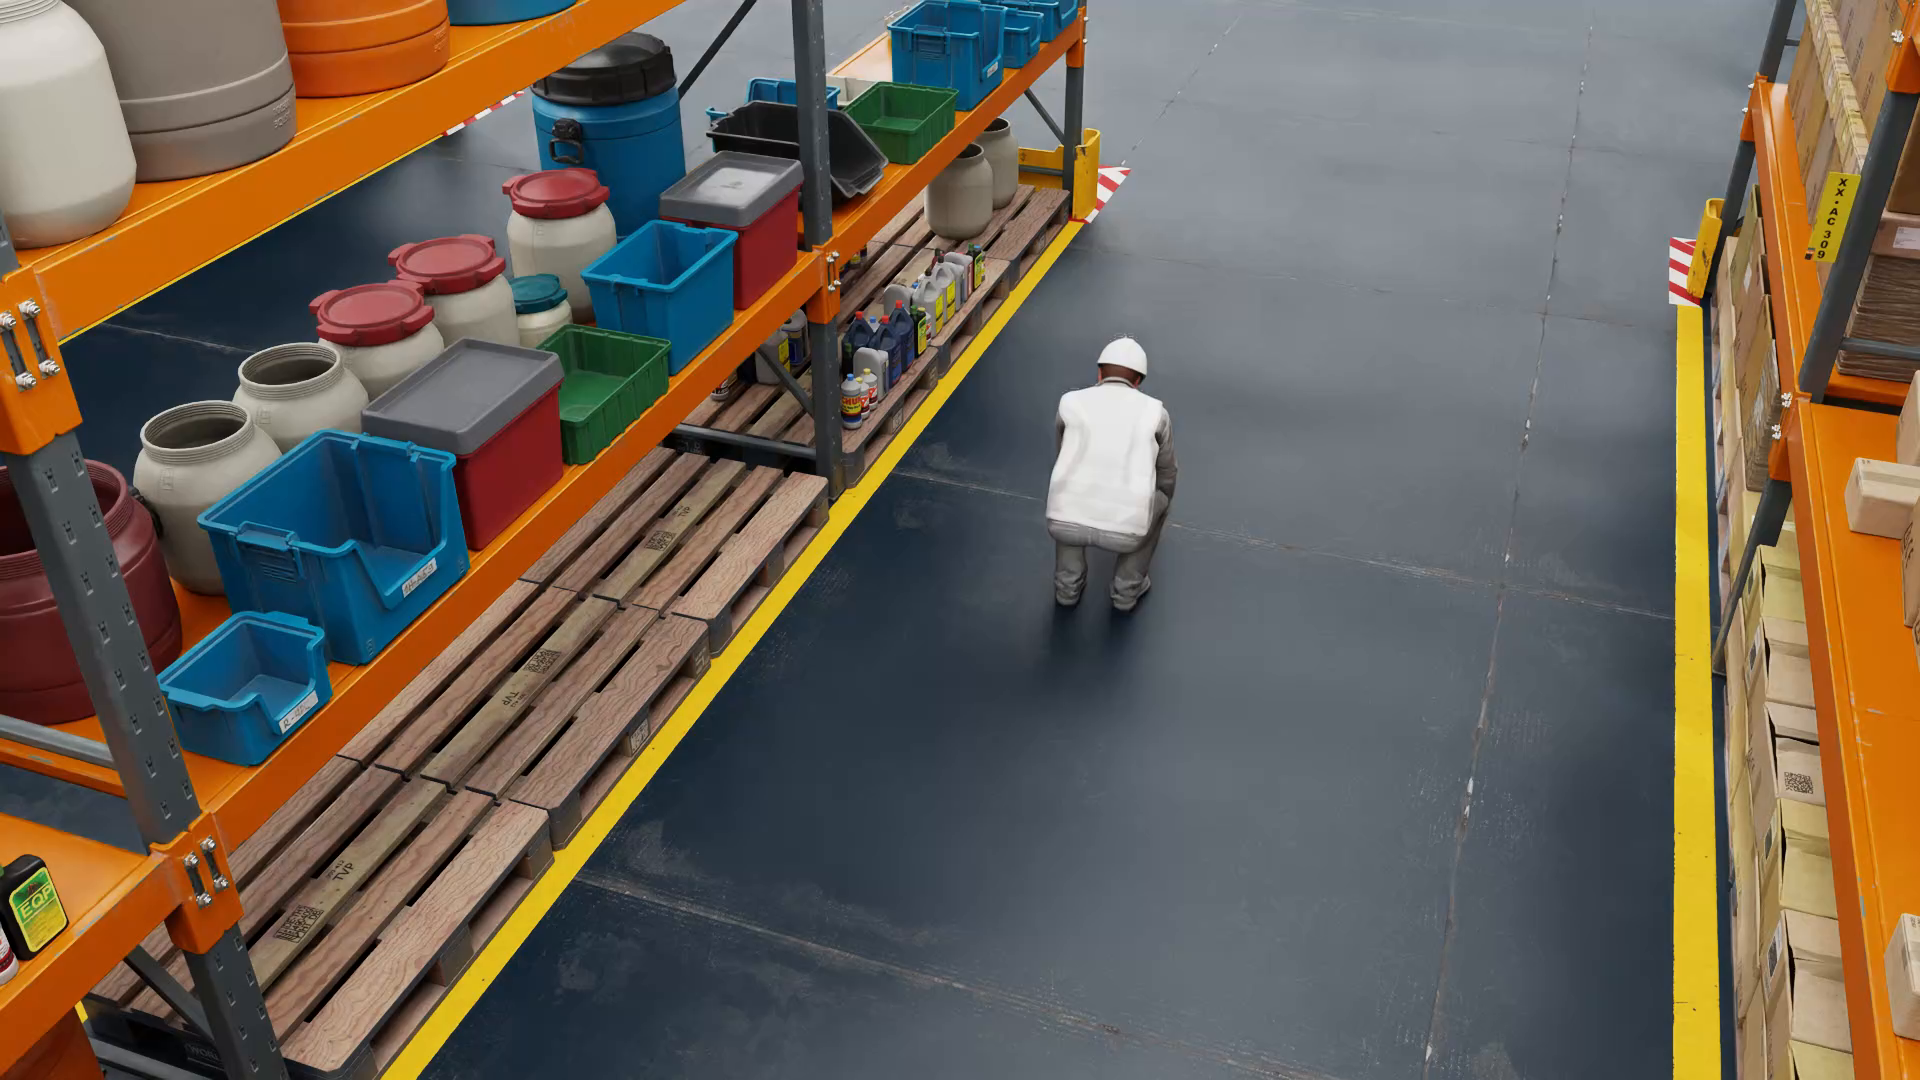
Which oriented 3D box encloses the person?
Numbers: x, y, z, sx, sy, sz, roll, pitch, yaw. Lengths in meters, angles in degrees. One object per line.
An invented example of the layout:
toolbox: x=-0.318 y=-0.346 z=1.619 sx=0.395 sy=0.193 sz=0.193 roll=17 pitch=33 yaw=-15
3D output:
person: x=0.657 y=-0.243 z=7.201 sx=0.533 sy=1.009 sz=0.861 roll=11 pitch=35 yaw=17
